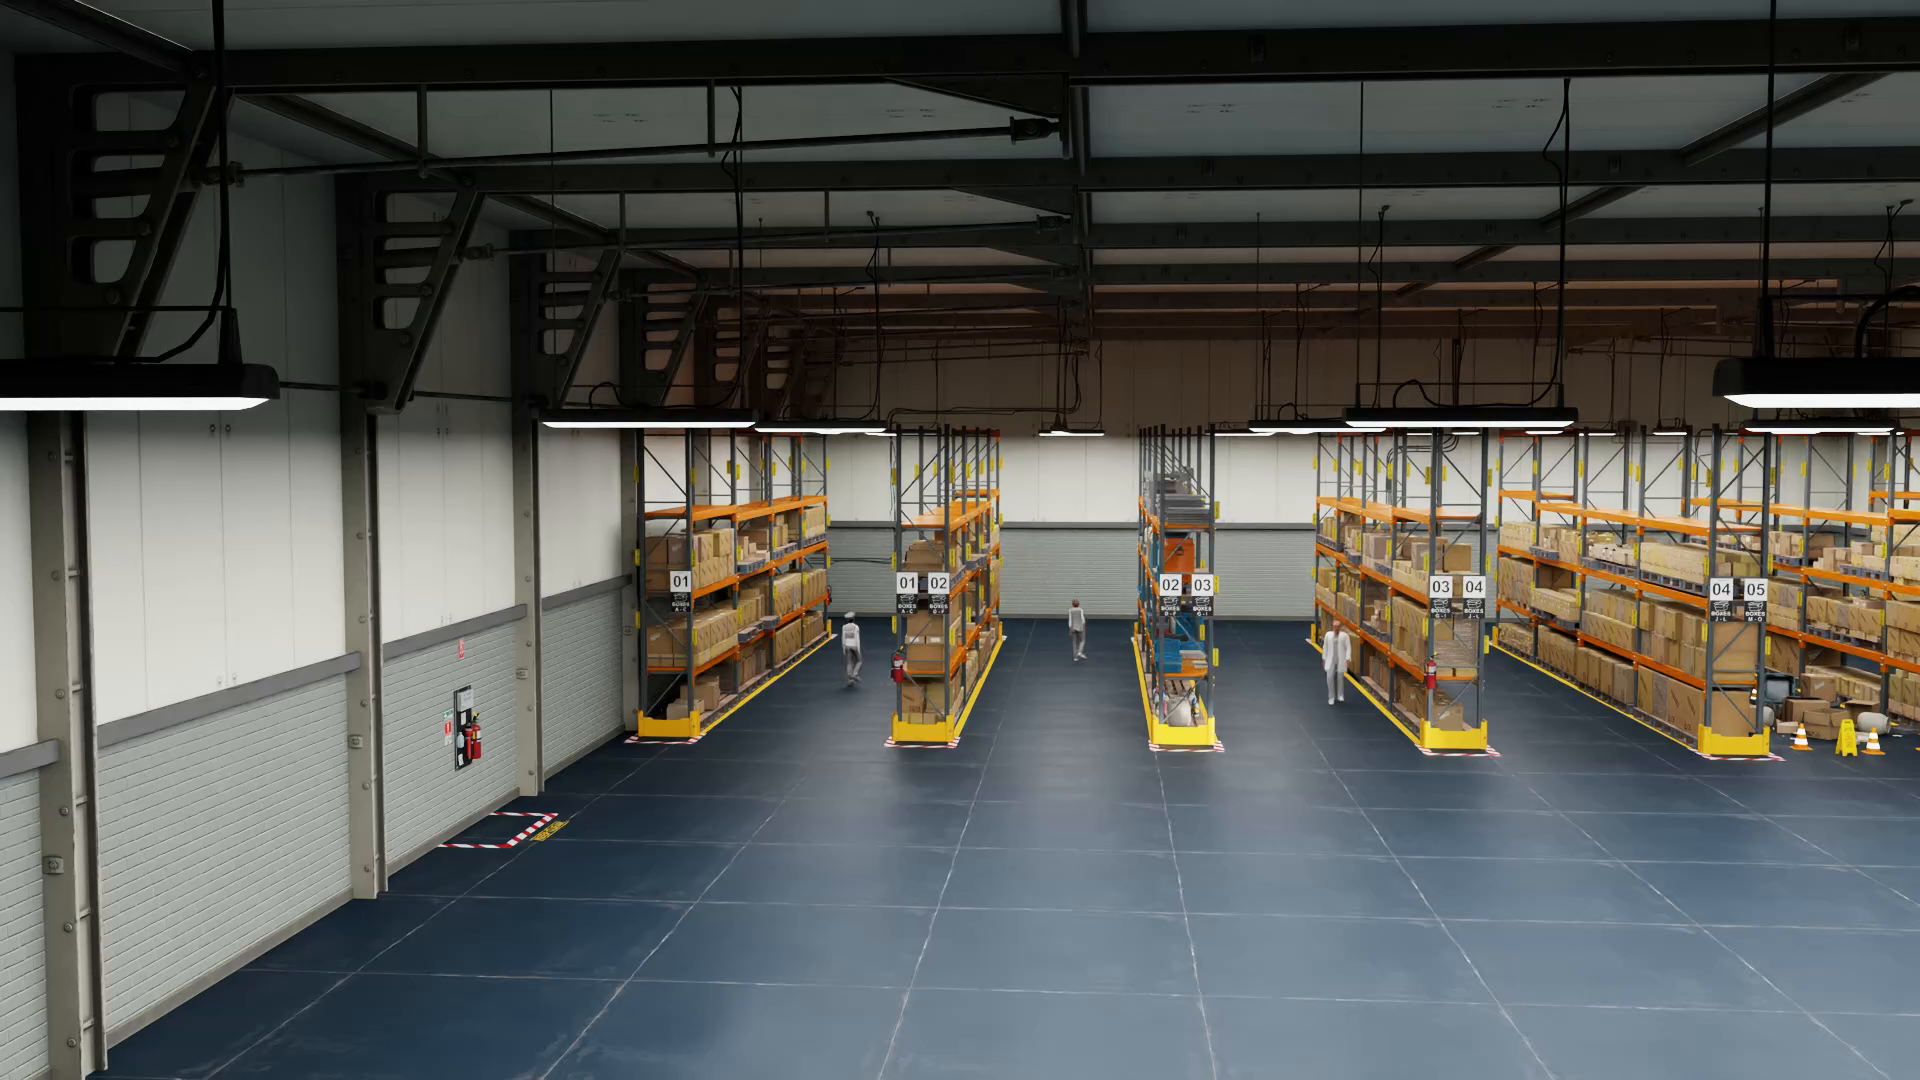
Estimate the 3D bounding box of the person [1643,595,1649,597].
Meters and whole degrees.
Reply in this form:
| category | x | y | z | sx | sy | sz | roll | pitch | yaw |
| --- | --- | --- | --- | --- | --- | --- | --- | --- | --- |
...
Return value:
| category | x | y | z | sx | sy | sz | roll | pitch | yaw |
| --- | --- | --- | --- | --- | --- | --- | --- | --- | --- |
| person | 17.333 | 2.287 | 42.028 | 0.602 | 1.774 | 0.438 | -1 | 4 | -21 |

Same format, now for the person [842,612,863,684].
| category | x | y | z | sx | sy | sz | roll | pitch | yaw |
| --- | --- | --- | --- | --- | --- | --- | --- | --- | --- |
| person | -2.523 | 2.517 | 38.750 | 0.526 | 1.683 | 0.469 | 1 | 4 | 17 |

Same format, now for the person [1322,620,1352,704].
| category | x | y | z | sx | sy | sz | roll | pitch | yaw |
| --- | --- | --- | --- | --- | --- | --- | --- | --- | --- |
| person | 8.179 | 2.656 | 36.100 | 0.649 | 1.828 | 0.649 | 1 | 4 | 22 |

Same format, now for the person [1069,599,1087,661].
| category | x | y | z | sx | sy | sz | roll | pitch | yaw |
| --- | --- | --- | --- | --- | --- | --- | --- | --- | --- |
| person | 3.028 | 2.321 | 42.809 | 0.475 | 1.592 | 0.458 | 0 | 3 | 5 |
